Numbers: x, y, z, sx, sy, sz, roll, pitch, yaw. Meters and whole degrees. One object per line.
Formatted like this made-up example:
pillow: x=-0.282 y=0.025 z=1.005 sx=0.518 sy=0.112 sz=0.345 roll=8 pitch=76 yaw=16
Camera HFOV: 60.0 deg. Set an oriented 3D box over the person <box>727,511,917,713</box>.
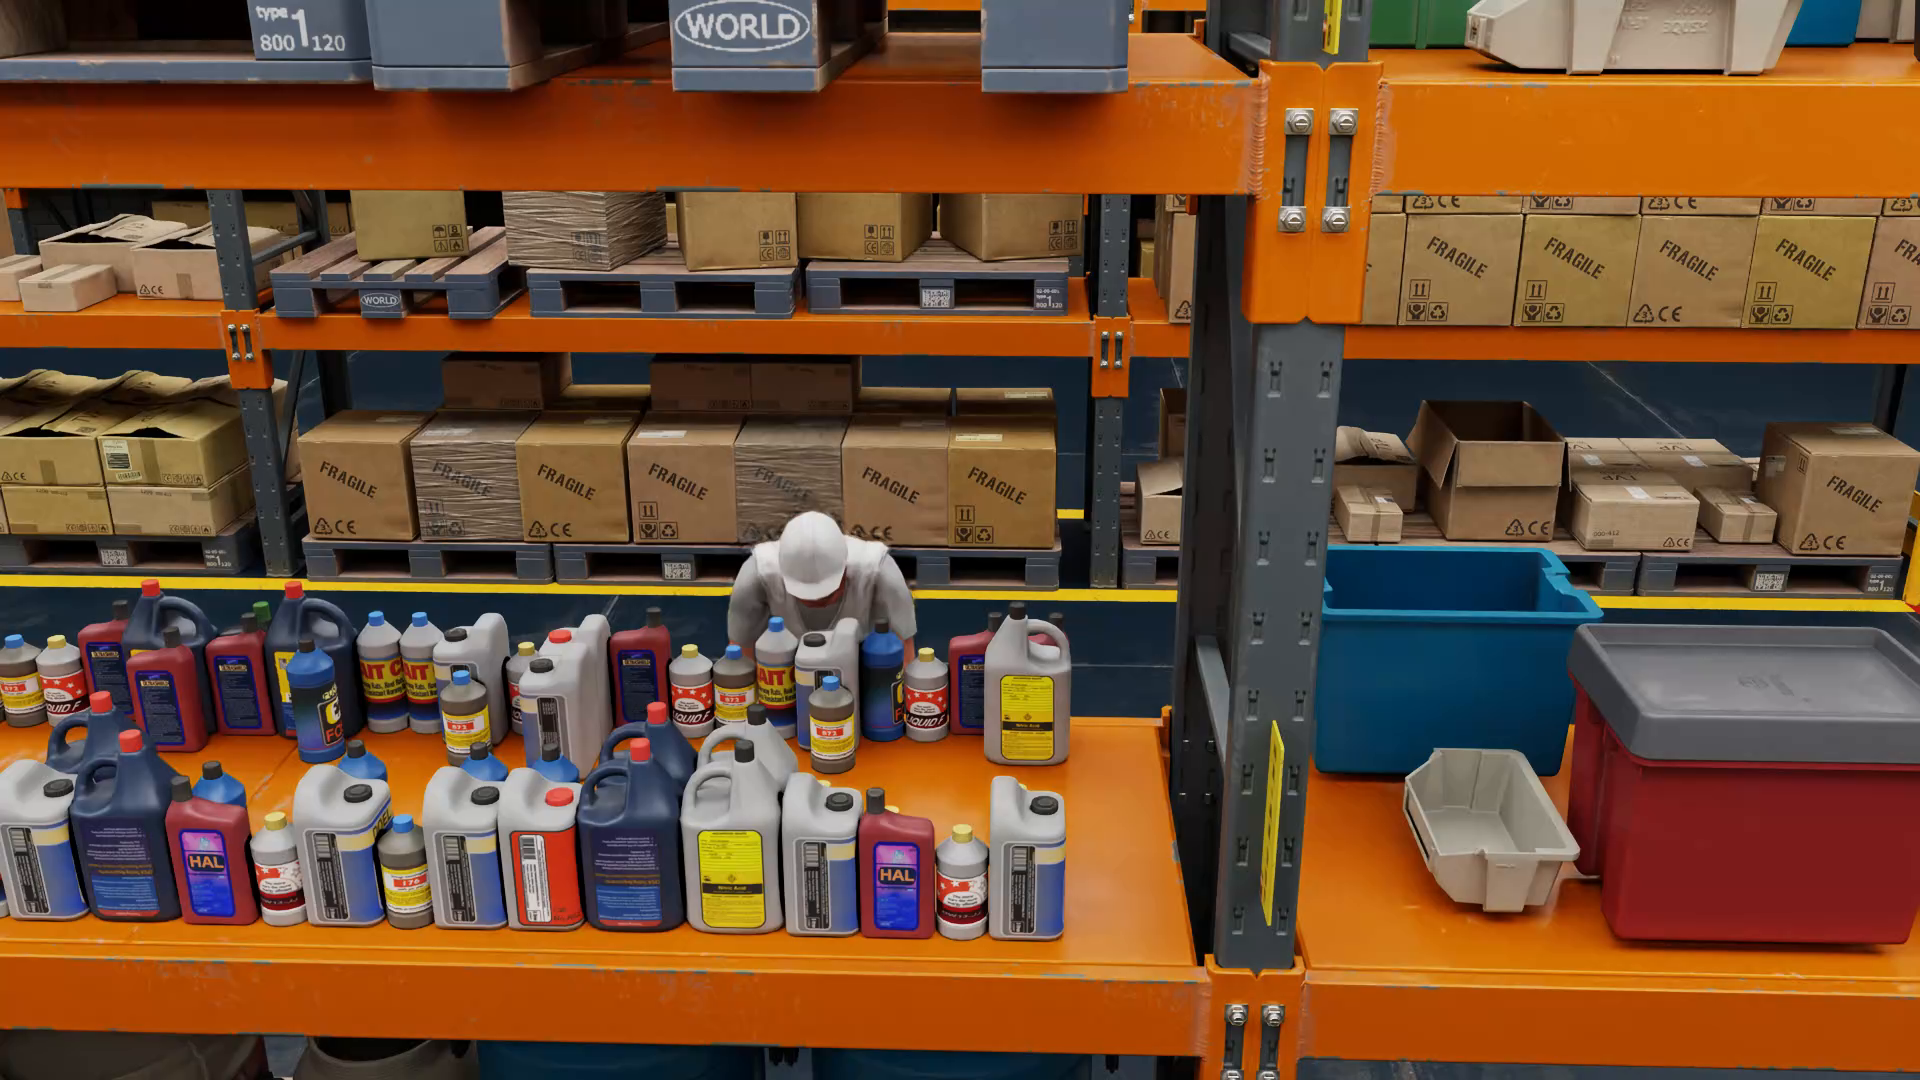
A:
person: x=-0.420 y=0.500 z=5.248 sx=0.584 sy=1.414 sz=0.765 roll=1 pitch=21 yaw=2
